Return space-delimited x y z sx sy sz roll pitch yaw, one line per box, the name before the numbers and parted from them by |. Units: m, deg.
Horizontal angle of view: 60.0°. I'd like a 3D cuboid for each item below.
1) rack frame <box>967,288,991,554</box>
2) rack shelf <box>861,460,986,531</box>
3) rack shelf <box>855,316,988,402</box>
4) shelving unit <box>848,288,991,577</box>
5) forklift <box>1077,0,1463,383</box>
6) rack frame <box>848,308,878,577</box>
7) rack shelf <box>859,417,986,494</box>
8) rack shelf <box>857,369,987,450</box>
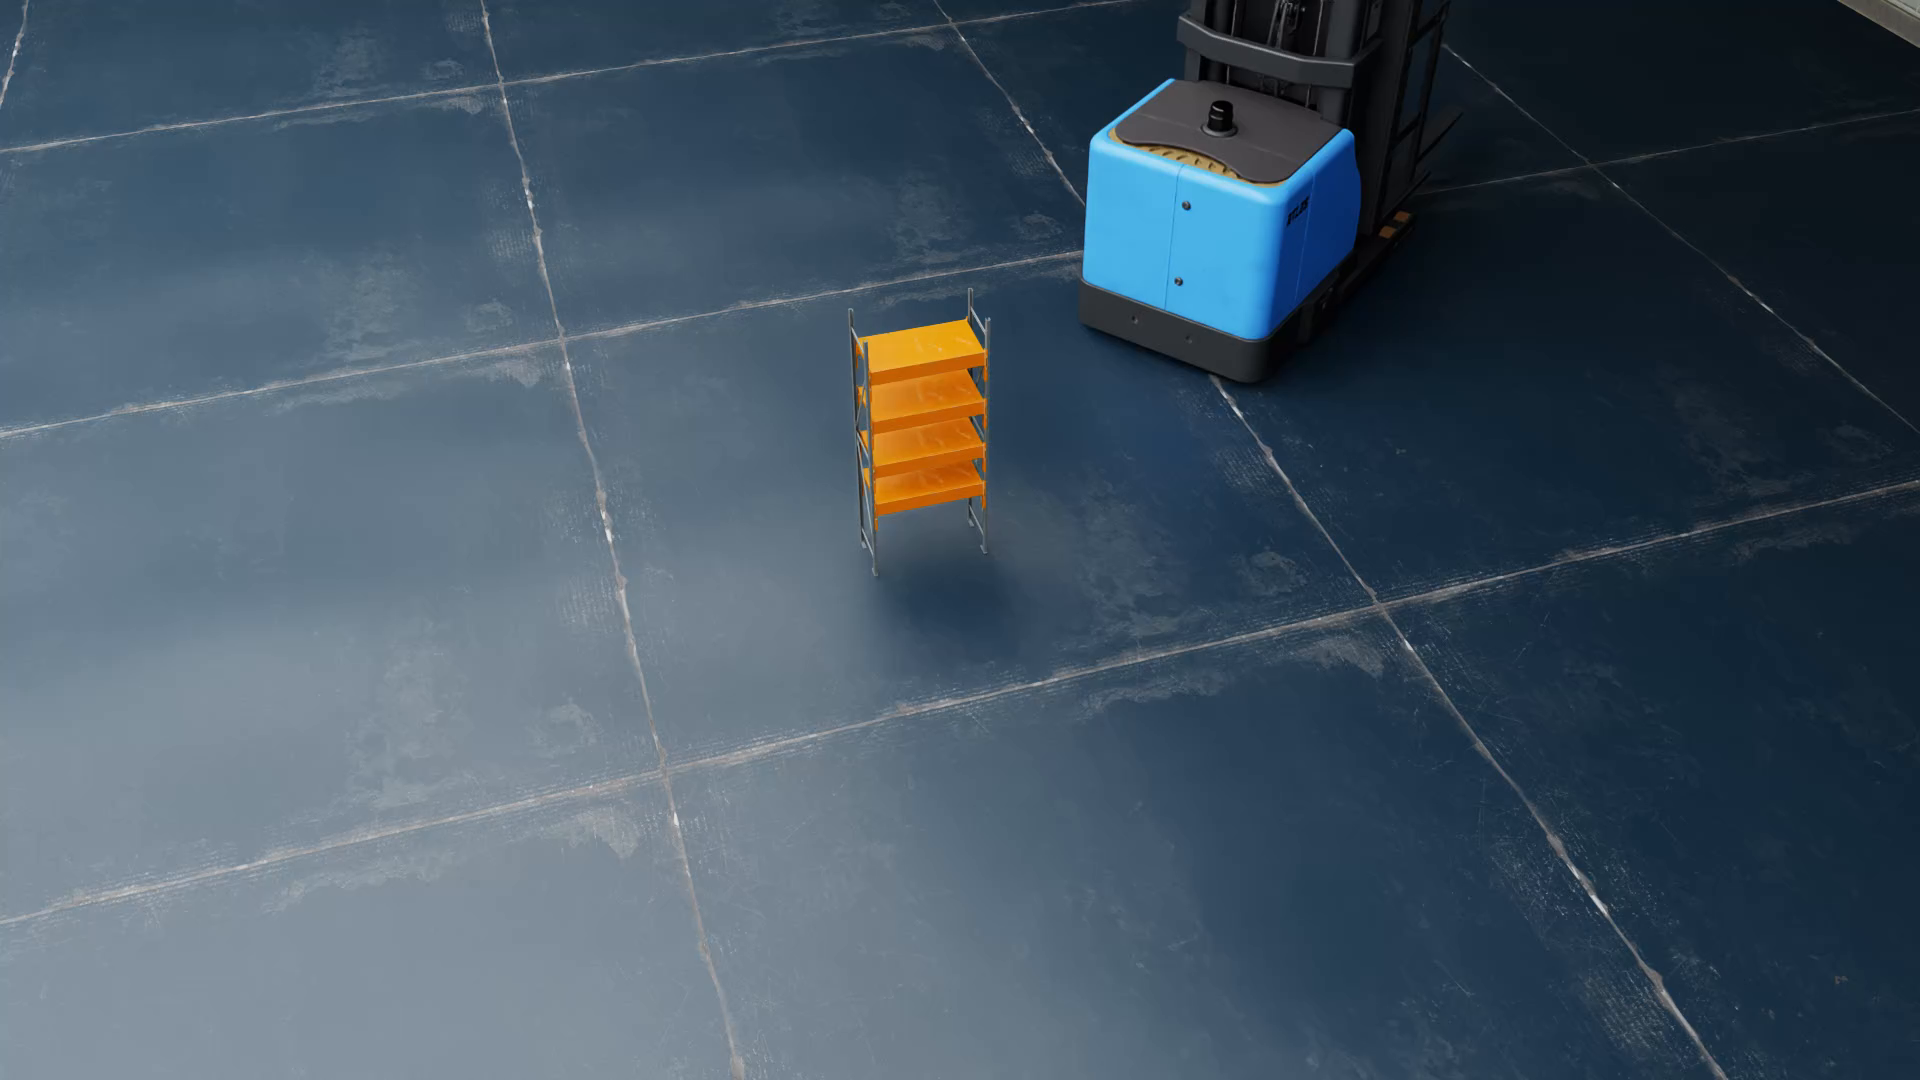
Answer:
rack frame | 0.075 -0.467 6.873 0.015 1.200 0.240 -12 42 -13
rack shelf | -0.158 -0.219 6.993 0.480 0.148 0.258 -12 42 -13
rack shelf | -0.158 -0.715 6.559 0.480 0.148 0.258 -12 42 -13
shelving unit | -0.158 -0.419 6.818 0.503 1.200 0.258 -12 42 -13
forklift | 1.844 -2.795 8.222 1.130 2.935 3.031 24 47 25
rack frame | -0.391 -0.371 6.763 0.015 1.200 0.240 -12 42 -13
rack shelf | -0.158 -0.368 6.862 0.480 0.148 0.258 -12 42 -13
rack shelf | -0.158 -0.537 6.715 0.480 0.148 0.258 -12 42 -13
